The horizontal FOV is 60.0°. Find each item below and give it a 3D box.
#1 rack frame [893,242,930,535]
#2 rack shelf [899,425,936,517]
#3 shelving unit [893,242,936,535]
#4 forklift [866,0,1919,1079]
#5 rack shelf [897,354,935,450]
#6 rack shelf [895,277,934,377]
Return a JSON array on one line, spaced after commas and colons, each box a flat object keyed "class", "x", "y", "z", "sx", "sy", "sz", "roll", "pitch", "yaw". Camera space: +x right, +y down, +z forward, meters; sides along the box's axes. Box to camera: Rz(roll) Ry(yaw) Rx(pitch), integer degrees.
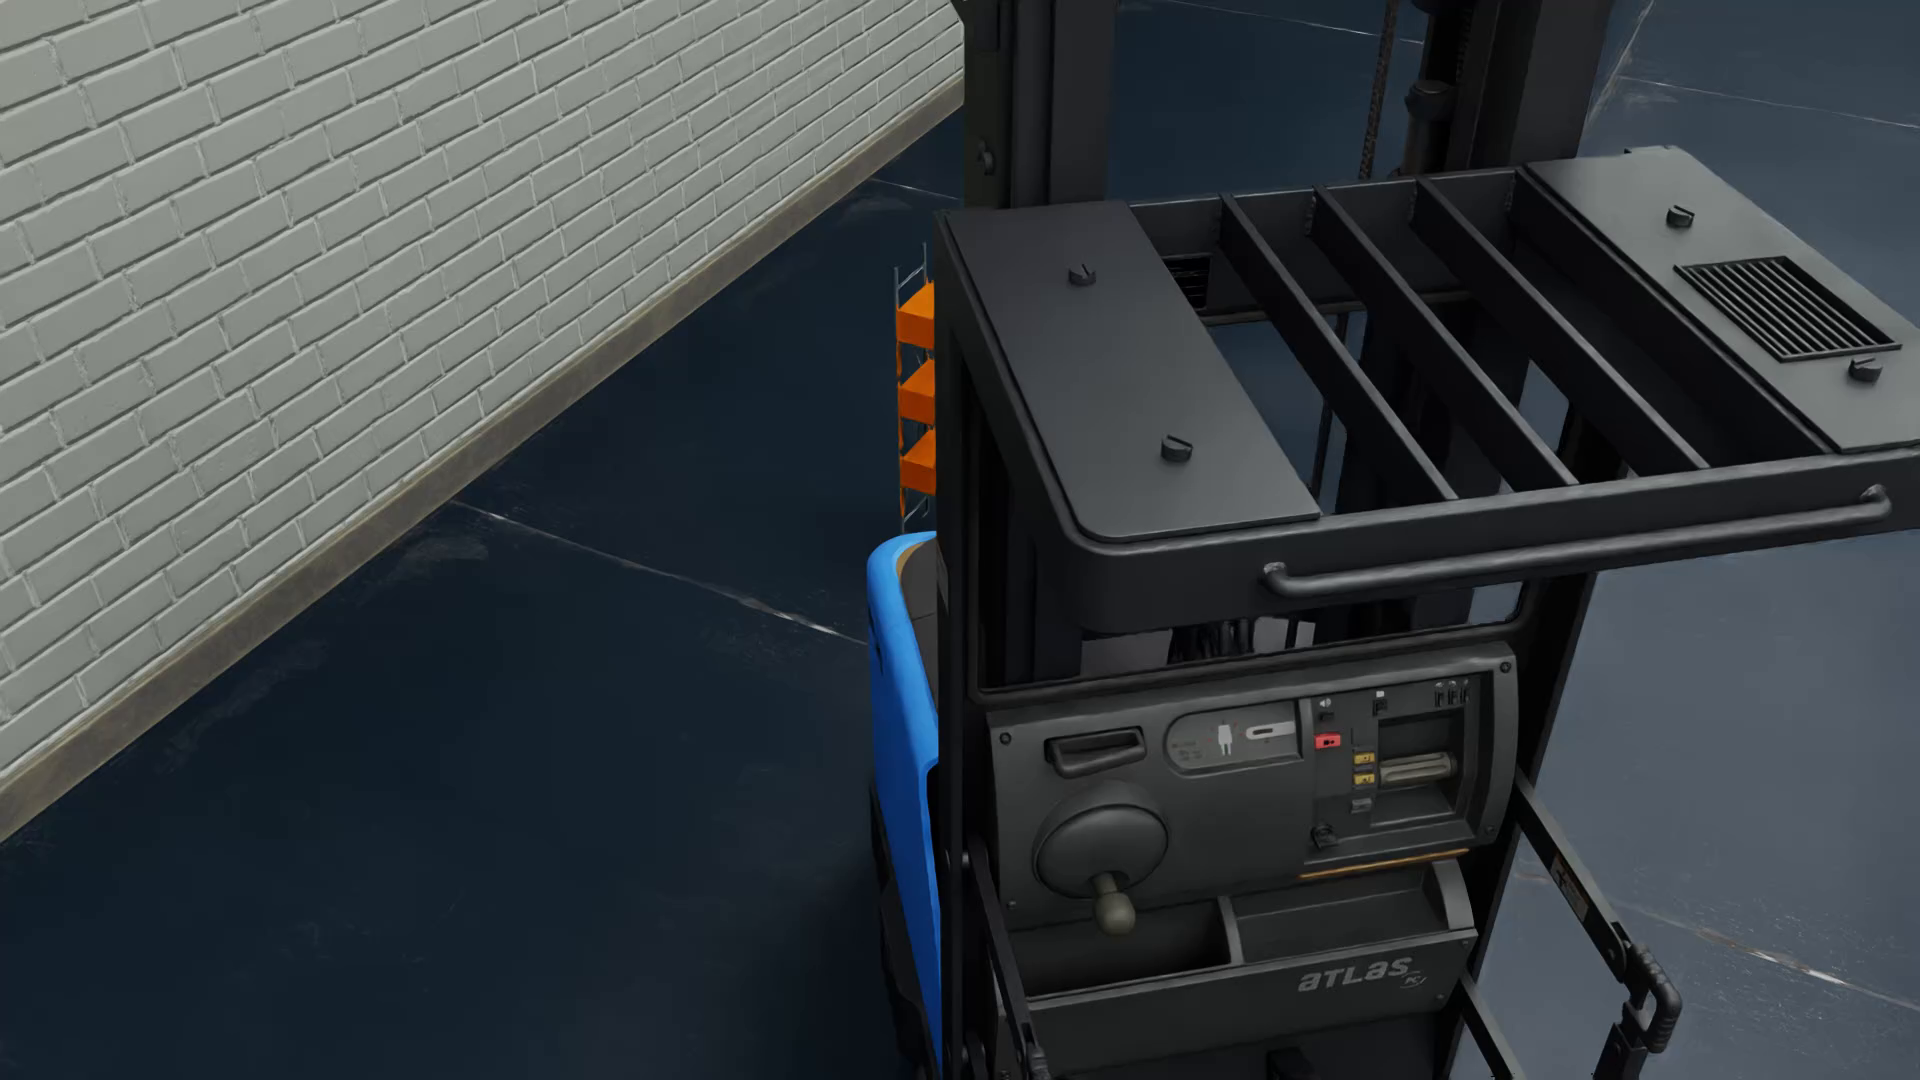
[{"class": "rack frame", "x": -0.156, "y": -0.467, "z": 5.497, "sx": 0.008, "sy": 1.050, "sz": 0.200, "roll": 17, "pitch": 41, "yaw": 21}, {"class": "rack shelf", "x": -0.048, "y": -0.203, "z": 5.627, "sx": 0.240, "sy": 0.259, "sz": 0.215, "roll": 17, "pitch": 41, "yaw": 21}, {"class": "shelving unit", "x": -0.048, "y": -0.433, "z": 5.452, "sx": 0.252, "sy": 1.050, "sz": 0.215, "roll": 17, "pitch": 41, "yaw": 21}, {"class": "forklift", "x": 0.555, "y": 0.496, "z": 2.672, "sx": 1.130, "sy": 2.935, "sz": 3.031, "roll": -7, "pitch": 38, "yaw": -9}, {"class": "rack shelf", "x": -0.048, "y": -0.425, "z": 5.459, "sx": 0.240, "sy": 0.259, "sz": 0.215, "roll": 17, "pitch": 41, "yaw": 21}, {"class": "rack shelf", "x": -0.048, "y": -0.651, "z": 5.287, "sx": 0.240, "sy": 0.259, "sz": 0.215, "roll": 17, "pitch": 41, "yaw": 21}]
